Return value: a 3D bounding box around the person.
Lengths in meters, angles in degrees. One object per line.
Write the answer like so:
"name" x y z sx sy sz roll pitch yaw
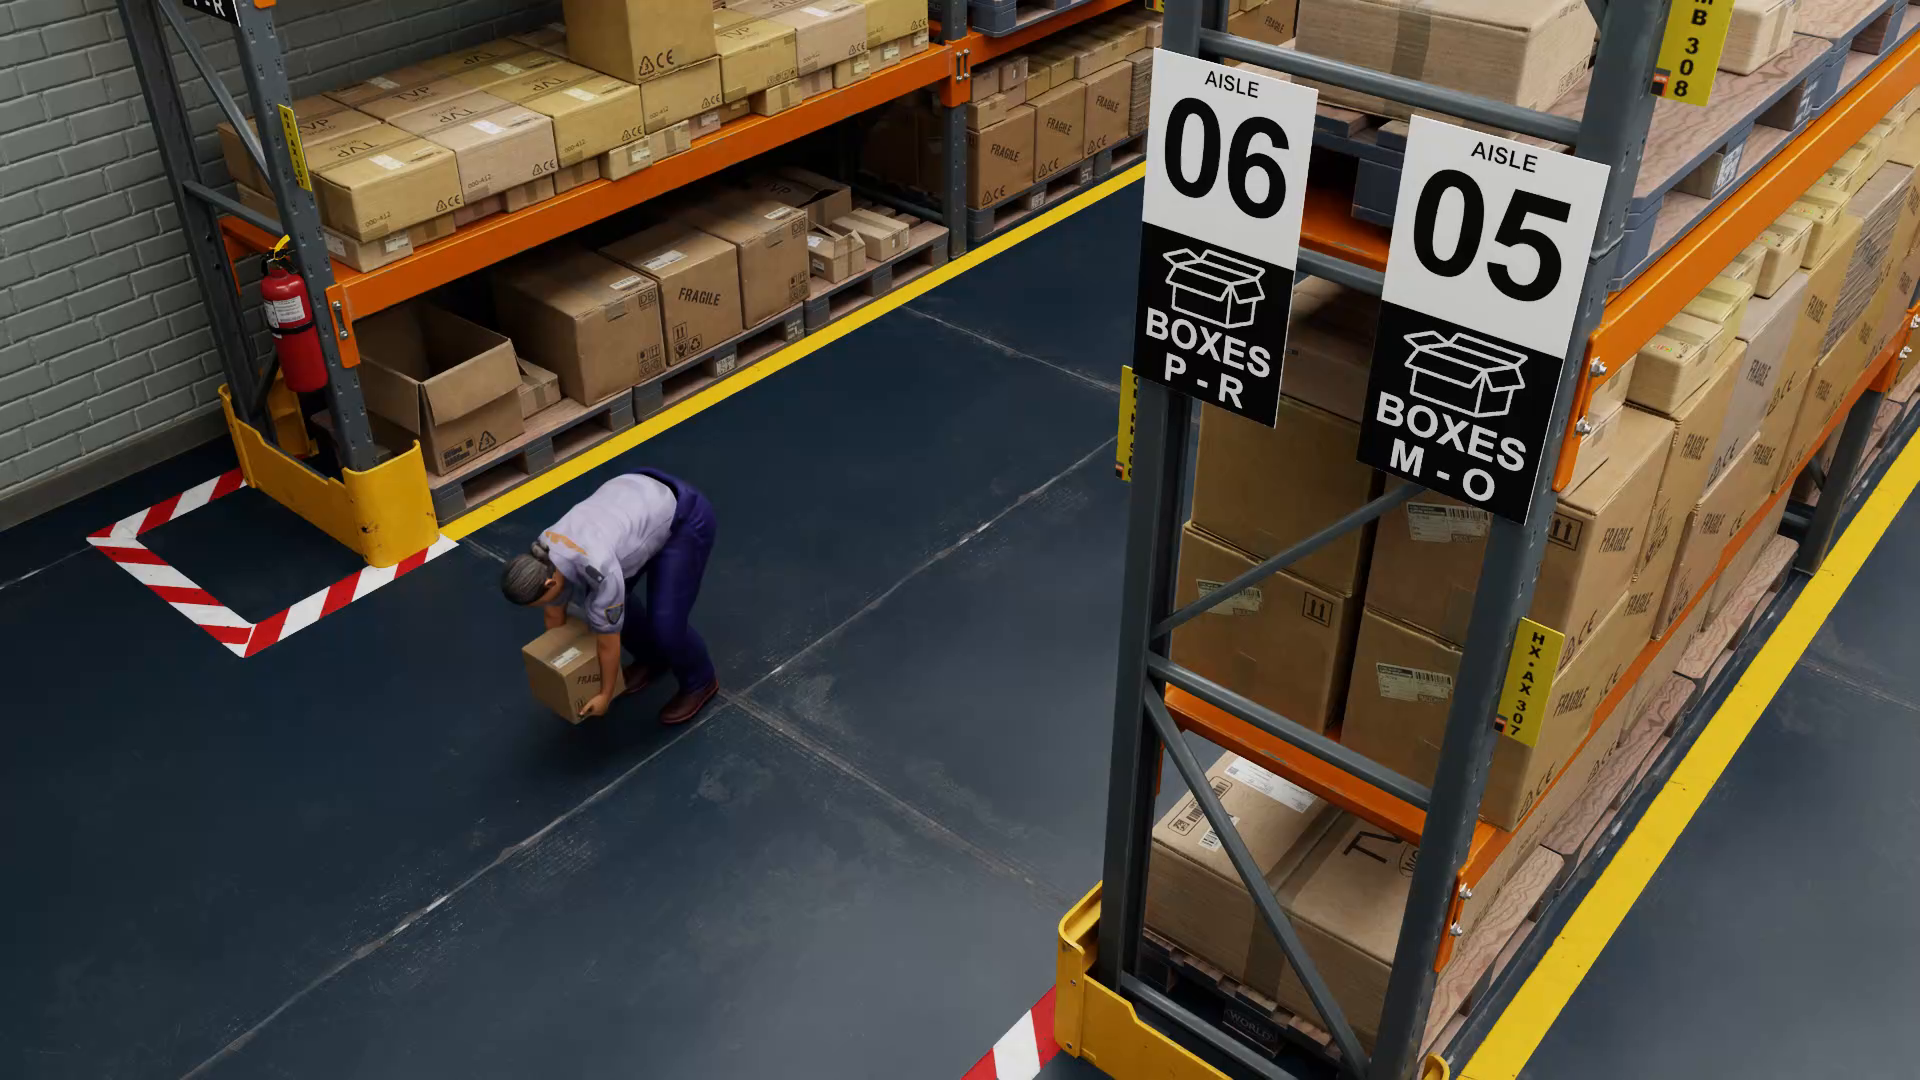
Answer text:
"person" -1.308 0.292 6.307 0.482 1.004 0.910 24 42 30
